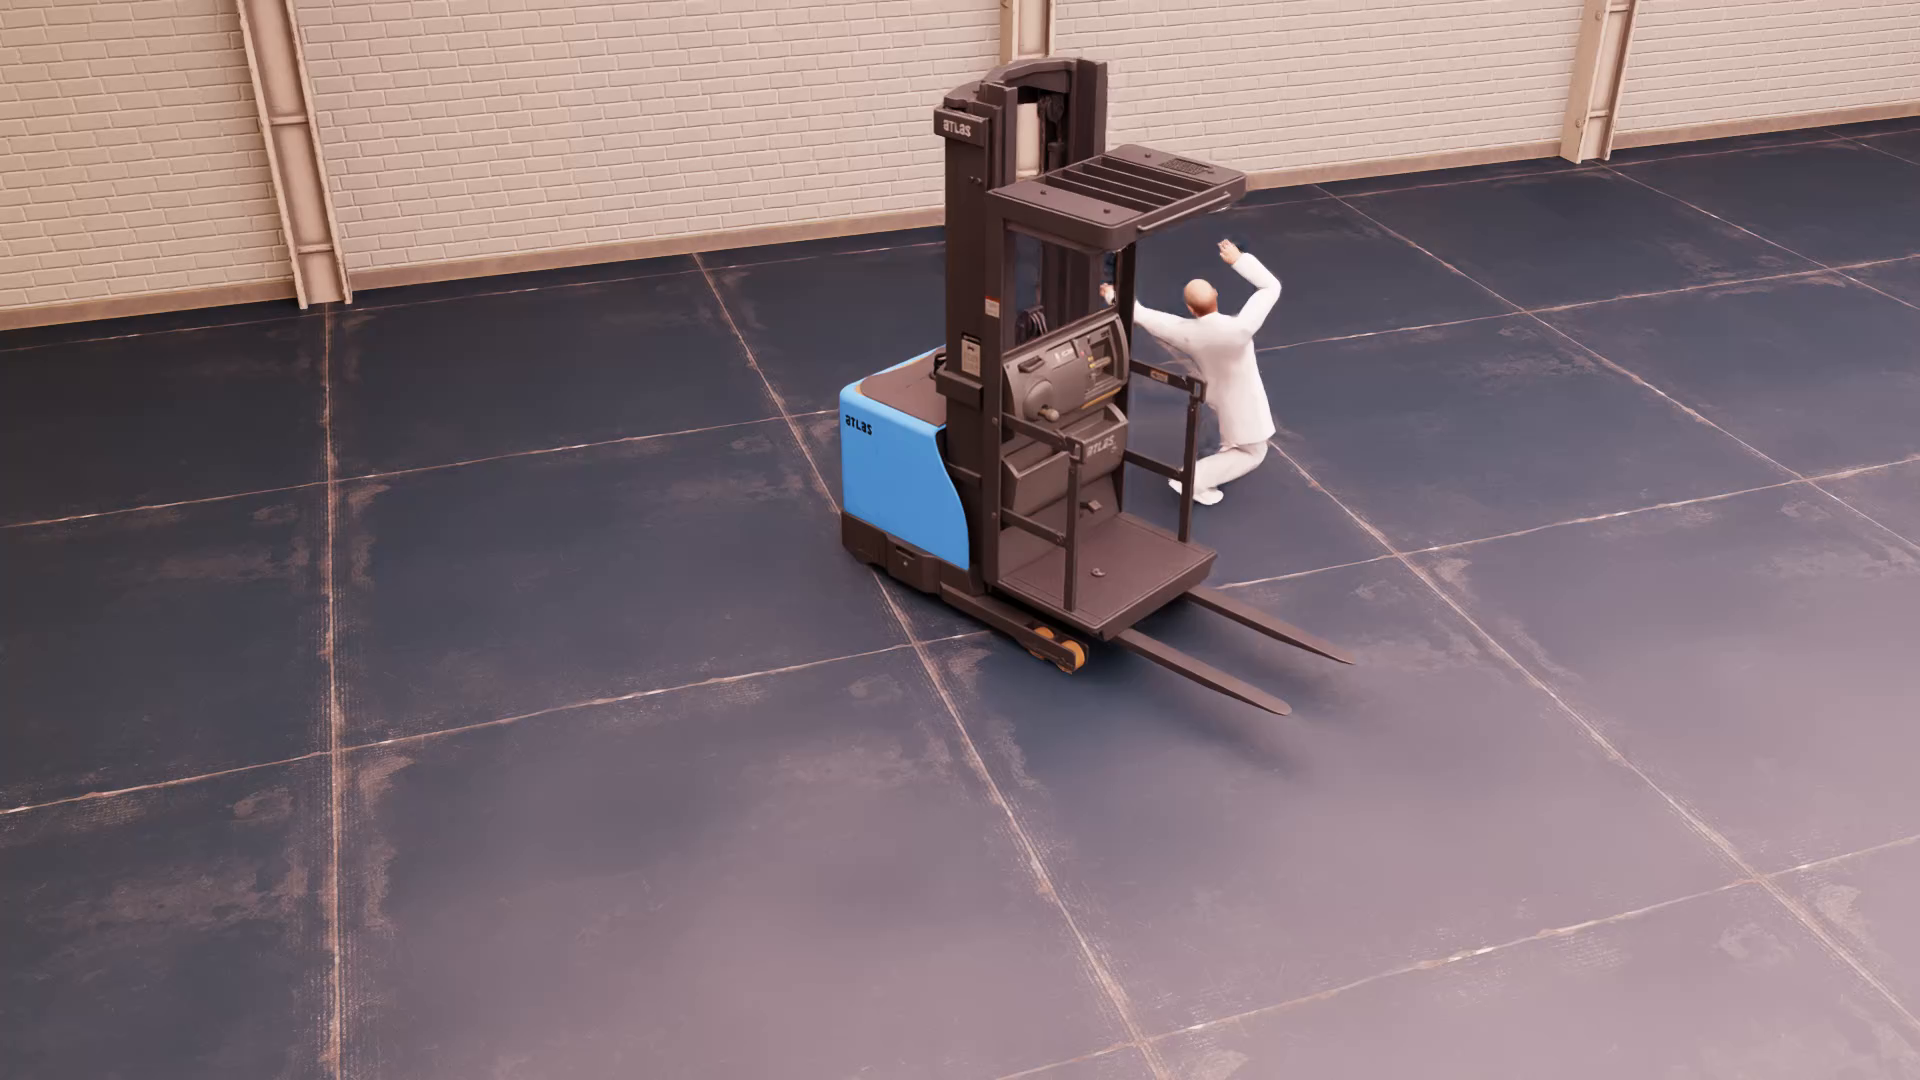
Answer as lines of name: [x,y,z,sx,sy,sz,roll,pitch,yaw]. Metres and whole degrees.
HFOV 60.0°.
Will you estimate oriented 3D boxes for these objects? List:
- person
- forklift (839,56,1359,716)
person: [1.484,-1.113,10.396,0.892,1.645,1.169,-24,38,-35]
forklift: [0.718,-0.863,8.587,3.031,2.935,1.130,25,38,37]
